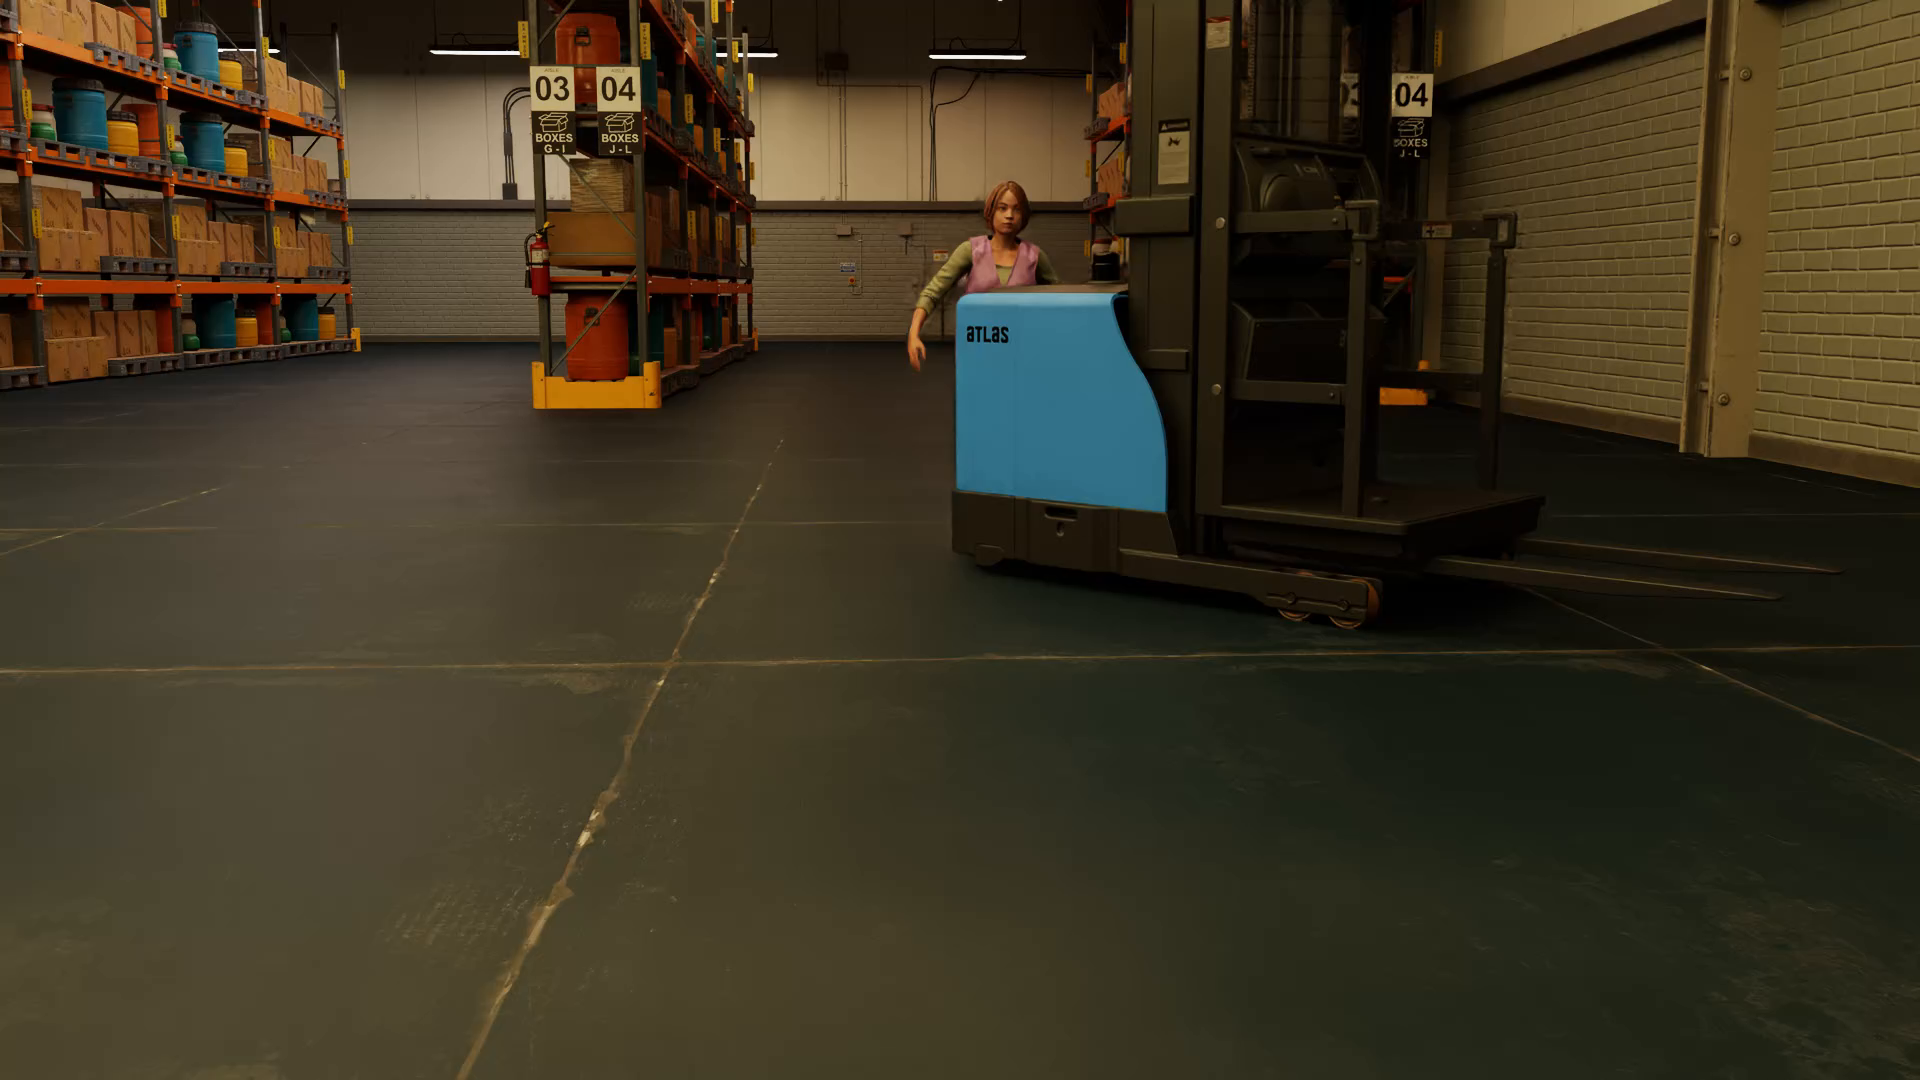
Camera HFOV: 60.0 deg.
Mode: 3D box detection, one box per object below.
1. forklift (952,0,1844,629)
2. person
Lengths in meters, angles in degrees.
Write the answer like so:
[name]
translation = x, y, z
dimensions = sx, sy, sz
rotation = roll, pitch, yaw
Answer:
[forklift]
translation = 1.399, -1.249, 5.739
dimensions = 3.031, 2.935, 1.130
rotation = 8, 11, 42
[person]
translation = 0.169, -0.690, 6.743
dimensions = 0.754, 1.524, 0.737
rotation = -1, 8, -4
